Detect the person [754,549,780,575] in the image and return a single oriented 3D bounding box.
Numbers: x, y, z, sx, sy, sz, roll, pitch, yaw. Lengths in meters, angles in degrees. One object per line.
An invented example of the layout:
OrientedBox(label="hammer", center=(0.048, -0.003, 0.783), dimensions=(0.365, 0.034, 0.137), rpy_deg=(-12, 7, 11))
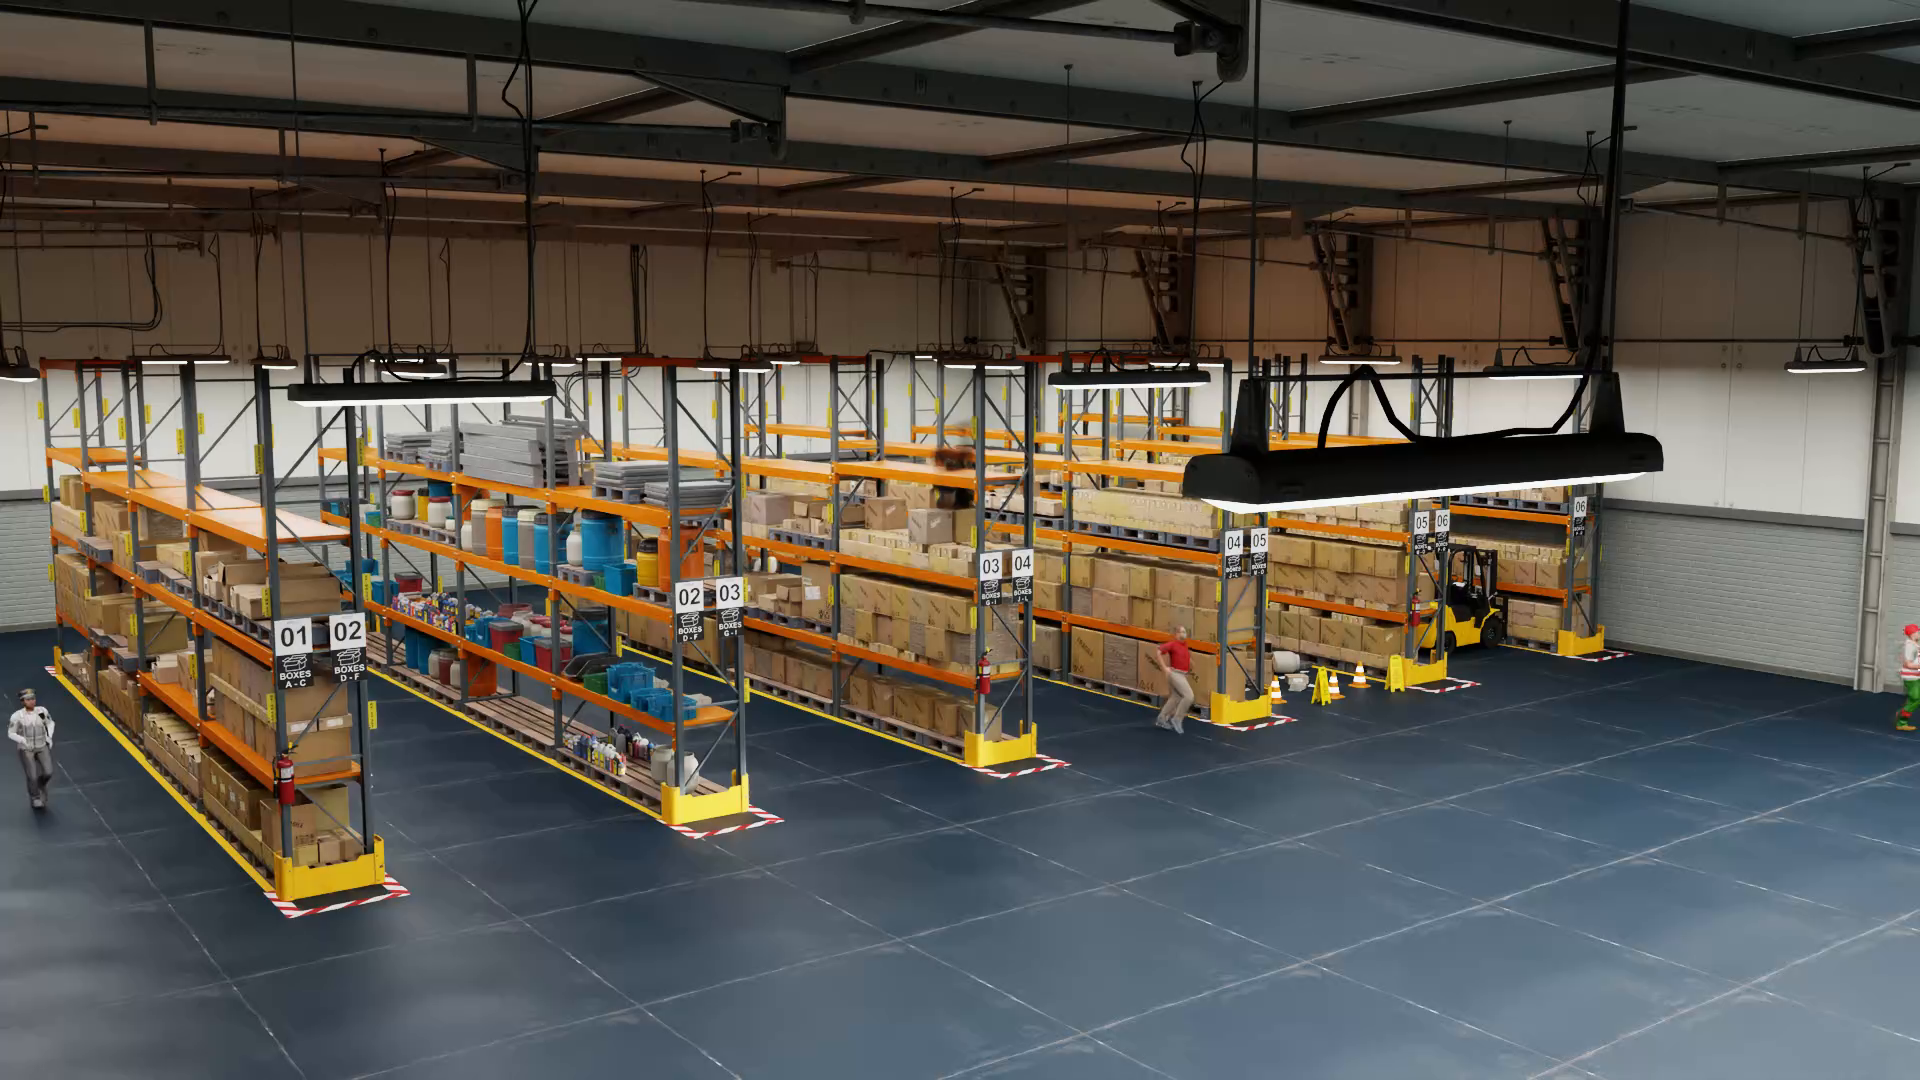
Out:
OrientedBox(label="person", center=(-4.252, 1.032, 36.967), dimensions=(0.700, 1.829, 0.728), rpy_deg=(-4, 8, -29))

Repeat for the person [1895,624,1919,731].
OrientedBox(label="person", center=(15.480, 2.228, 26.895), dimensions=(0.581, 1.741, 0.643), rpy_deg=(5, 8, 35))

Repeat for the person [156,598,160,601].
OrientedBox(label="person", center=(-15.865, 1.512, 33.148), dimensions=(0.603, 1.737, 0.770), rpy_deg=(3, 7, 23))

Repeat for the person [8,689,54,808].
OrientedBox(label="person", center=(-12.488, 2.814, 22.453), dimensions=(0.589, 1.653, 0.528), rpy_deg=(-6, 9, -42))

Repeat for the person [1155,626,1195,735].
OrientedBox(label="person", center=(3.544, 2.262, 27.054), dimensions=(0.674, 1.736, 0.661), rpy_deg=(3, 8, 25))
